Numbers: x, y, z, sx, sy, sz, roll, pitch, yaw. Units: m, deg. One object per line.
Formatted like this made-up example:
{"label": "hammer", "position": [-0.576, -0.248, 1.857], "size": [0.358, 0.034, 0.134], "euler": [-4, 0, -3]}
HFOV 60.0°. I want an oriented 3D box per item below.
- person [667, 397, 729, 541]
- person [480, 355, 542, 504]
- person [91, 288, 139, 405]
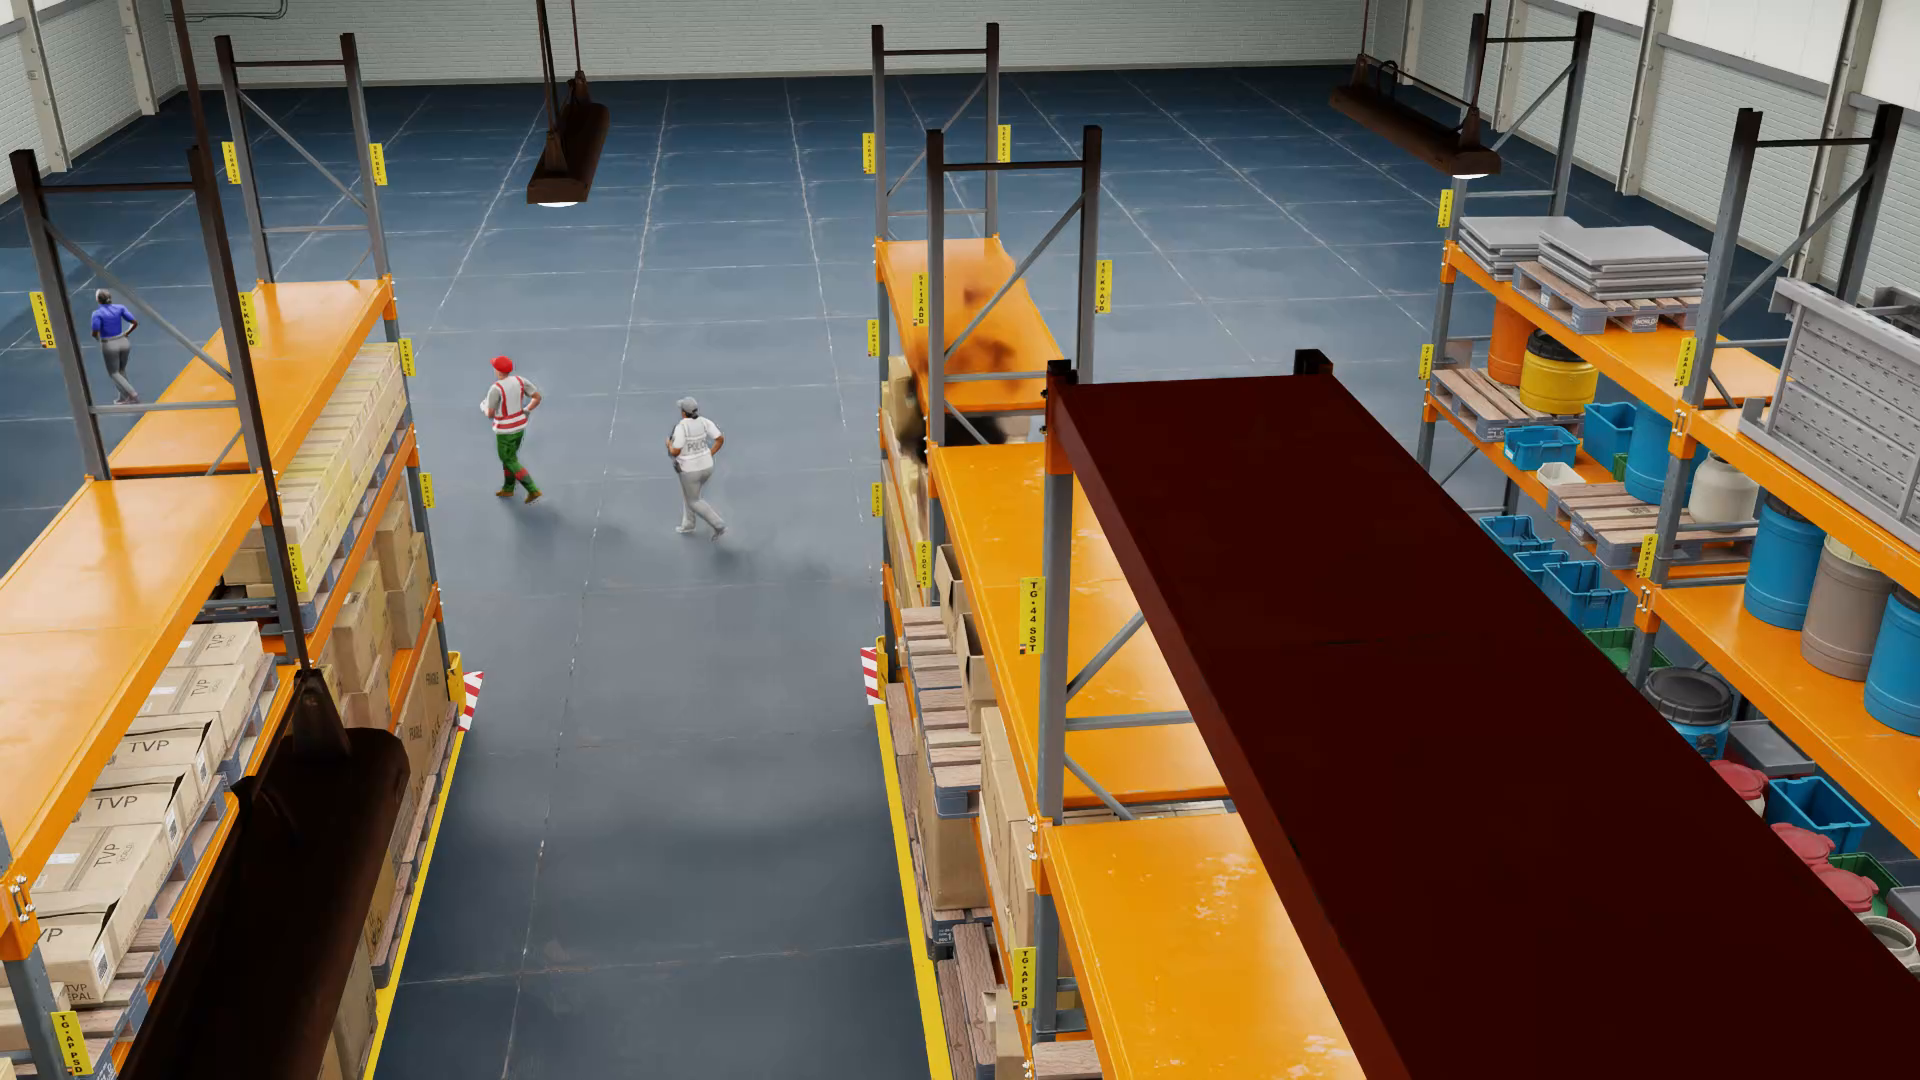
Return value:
{"label": "person", "position": [-2.903, -0.742, 18.149], "size": [0.834, 1.687, 0.592], "euler": [17, 31, 32]}
{"label": "person", "position": [-5.134, -1.256, 19.045], "size": [0.862, 1.796, 0.651], "euler": [15, 29, 28]}
{"label": "person", "position": [-11.100, -2.508, 21.900], "size": [0.710, 1.641, 0.589], "euler": [17, 30, 31]}
